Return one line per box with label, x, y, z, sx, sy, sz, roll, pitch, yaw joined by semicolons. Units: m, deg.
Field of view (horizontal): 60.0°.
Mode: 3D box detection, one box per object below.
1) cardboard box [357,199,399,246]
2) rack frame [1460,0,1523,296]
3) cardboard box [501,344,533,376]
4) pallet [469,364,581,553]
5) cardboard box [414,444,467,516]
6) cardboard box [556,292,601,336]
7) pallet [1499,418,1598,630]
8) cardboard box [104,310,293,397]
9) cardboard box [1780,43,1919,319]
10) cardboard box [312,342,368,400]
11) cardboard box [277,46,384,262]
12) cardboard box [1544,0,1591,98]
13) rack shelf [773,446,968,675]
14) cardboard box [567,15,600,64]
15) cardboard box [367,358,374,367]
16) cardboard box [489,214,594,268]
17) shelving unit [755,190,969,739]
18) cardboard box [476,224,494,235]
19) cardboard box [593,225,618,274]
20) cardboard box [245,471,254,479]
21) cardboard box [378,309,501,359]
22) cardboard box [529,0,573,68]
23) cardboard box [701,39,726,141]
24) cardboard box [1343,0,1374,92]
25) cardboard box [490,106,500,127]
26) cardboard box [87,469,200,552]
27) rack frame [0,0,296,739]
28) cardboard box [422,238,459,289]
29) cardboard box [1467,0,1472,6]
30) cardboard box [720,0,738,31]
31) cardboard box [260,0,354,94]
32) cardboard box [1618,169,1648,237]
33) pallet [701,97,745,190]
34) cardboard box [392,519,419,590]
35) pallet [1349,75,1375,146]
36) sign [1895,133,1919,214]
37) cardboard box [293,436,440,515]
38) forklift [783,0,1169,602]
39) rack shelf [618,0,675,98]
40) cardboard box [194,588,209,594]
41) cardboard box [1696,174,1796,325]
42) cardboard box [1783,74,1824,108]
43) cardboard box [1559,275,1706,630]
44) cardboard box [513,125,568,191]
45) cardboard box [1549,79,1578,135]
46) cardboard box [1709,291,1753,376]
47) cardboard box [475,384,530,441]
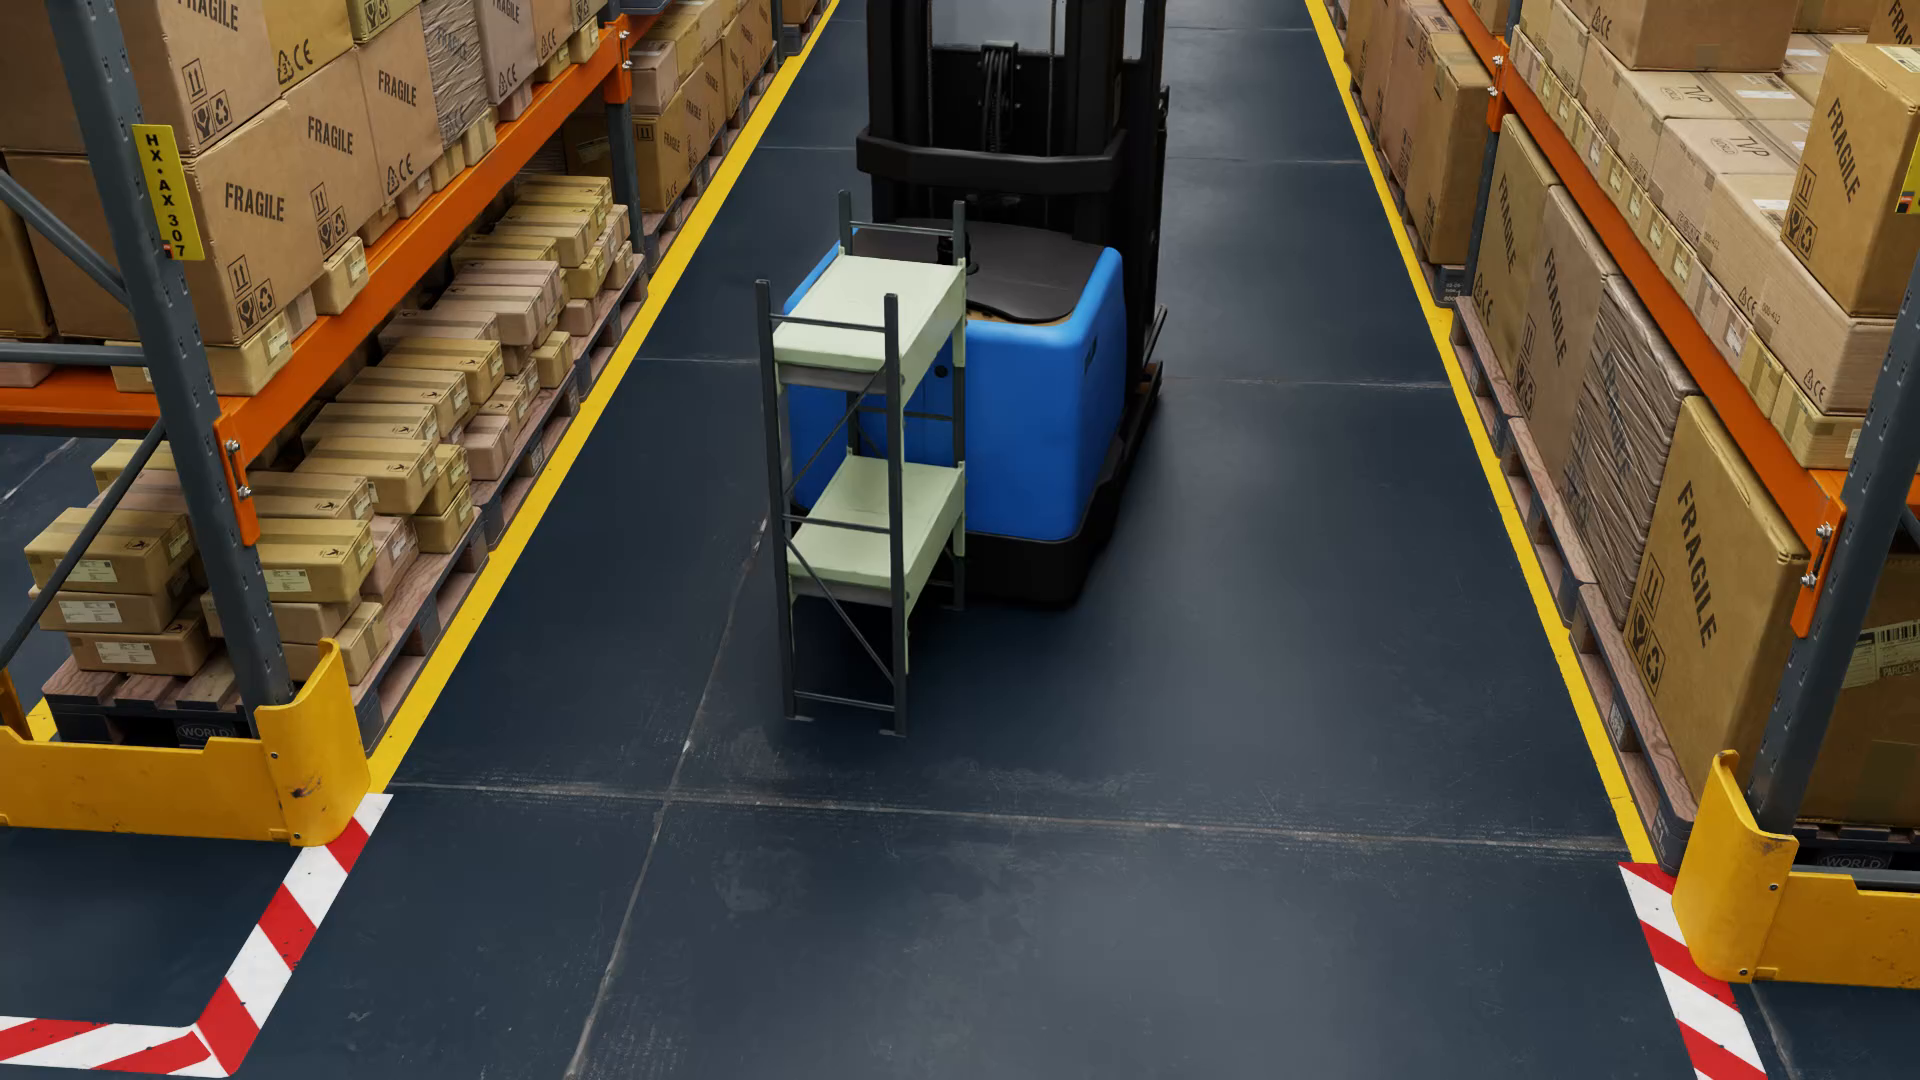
cardboard box;-2.048;-1.065;5.359;0.380;0.149;0.250;2;32;3
rack frame;2.874;-2.288;7.104;1.000;3.000;0.127;2;32;4
cardboard box;-1.946;-0.783;6.695;0.380;0.149;0.250;1;32;2
pallet;-2.178;-0.373;6.655;1.003;0.211;1.213;2;32;4
cardboard box;-1.949;-0.218;5.778;0.380;0.149;0.250;3;32;6
cardboard box;-1.816;-1.025;7.371;0.380;0.149;0.250;1;32;2
pallet;2.637;-0.067;6.158;1.003;0.211;1.213;2;32;4
cardboard box;-2.034;-0.510;4.457;0.380;0.149;0.250;2;32;4
cardboard box;2.326;-0.845;3.906;0.500;0.500;0.500;3;32;5
cardboard box;-2.442;-0.646;6.189;0.380;0.149;0.250;1;32;2
cardboard box;-2.057;-1.134;4.853;0.500;0.500;0.500;3;32;4
cardboard box;2.529;-1.857;6.263;0.500;0.250;0.500;2;32;4
rack shelf;-0.271;0.049;5.362;0.431;0.370;0.720;8;32;12
cardboard box;-1.764;-2.147;7.115;0.380;0.149;0.250;2;32;3
cardboard box;-2.525;-0.663;6.500;0.380;0.149;0.250;3;32;4
cardboard box;-1.826;-1.308;7.264;0.380;0.149;0.250;2;32;4
shelving unit;-0.271;-0.229;5.191;0.431;1.500;0.755;8;32;12
cardboard box;-2.341;-1.333;7.587;0.380;0.149;0.250;3;32;4
cardboard box;-1.780;-1.324;7.573;0.380;0.149;0.250;1;32;2
cardboard box;-2.588;-0.113;5.608;0.380;0.149;0.250;1;32;2
cardboard box;-1.993;-0.764;6.380;0.380;0.149;0.250;3;32;4
cardboard box;-1.863;-2.186;6.559;0.500;0.500;0.500;2;32;3
cardboard box;-1.666;-2.594;9.582;0.500;0.500;0.500;3;32;5
cardboard box;3.122;-3.294;10.361;1.225;0.875;0.875;1;32;2
cardboard box;-1.957;-1.602;6.230;0.380;0.149;0.250;2;32;3
cardboard box;-2.519;-0.096;5.297;0.380;0.149;0.250;3;32;5
rack frame;-2.387;-0.461;4.139;1.000;3.000;0.127;2;32;4
cardboard box;-2.348;-1.187;7.067;0.380;0.149;0.250;2;32;3
cardboard box;2.687;-2.845;7.913;0.500;0.500;0.500;3;32;6
cardboard box;-1.618;-3.180;9.818;0.500;0.250;0.500;3;32;5
cardboard box;-2.051;-1.544;4.564;0.500;0.500;0.500;3;32;5
cardboard box;2.374;-1.089;5.398;0.380;0.149;0.250;3;32;5
pallet;-1.903;-2.413;9.964;1.003;0.211;1.213;2;32;4
cardboard box;-2.072;0.043;5.638;0.380;0.149;0.250;3;32;5
pallet;3.060;-2.784;10.566;1.003;0.211;1.213;2;32;4
sign;2.008;-0.821;3.393;0.100;0.325;0.005;2;32;4
cardboard box;-1.955;-0.215;5.489;0.380;0.149;0.250;2;32;4
forklift;0.259;-1.797;6.373;1.130;2.935;3.031;8;32;12
rack shelf;-1.899;-3.292;9.419;1.077;0.370;4.000;2;32;4
cardboard box;-2.632;0.151;5.463;0.380;0.149;0.250;3;32;5
cardboard box;2.365;-0.789;4.531;0.500;0.250;0.500;2;32;3
cardboard box;2.974;-1.307;5.370;0.500;0.250;0.500;2;32;3
cardboard box;2.594;-0.285;5.478;0.875;0.875;0.875;2;32;4
cardboard box;-2.252;-2.065;8.724;0.500;0.500;0.500;2;32;3
cardboard box;2.456;-1.628;6.272;0.380;0.149;0.250;2;32;3
cardboard box;2.290;-0.558;4.535;0.380;0.149;0.250;3;32;4
cardboard box;-1.913;-0.496;6.513;0.380;0.149;0.250;2;32;4
